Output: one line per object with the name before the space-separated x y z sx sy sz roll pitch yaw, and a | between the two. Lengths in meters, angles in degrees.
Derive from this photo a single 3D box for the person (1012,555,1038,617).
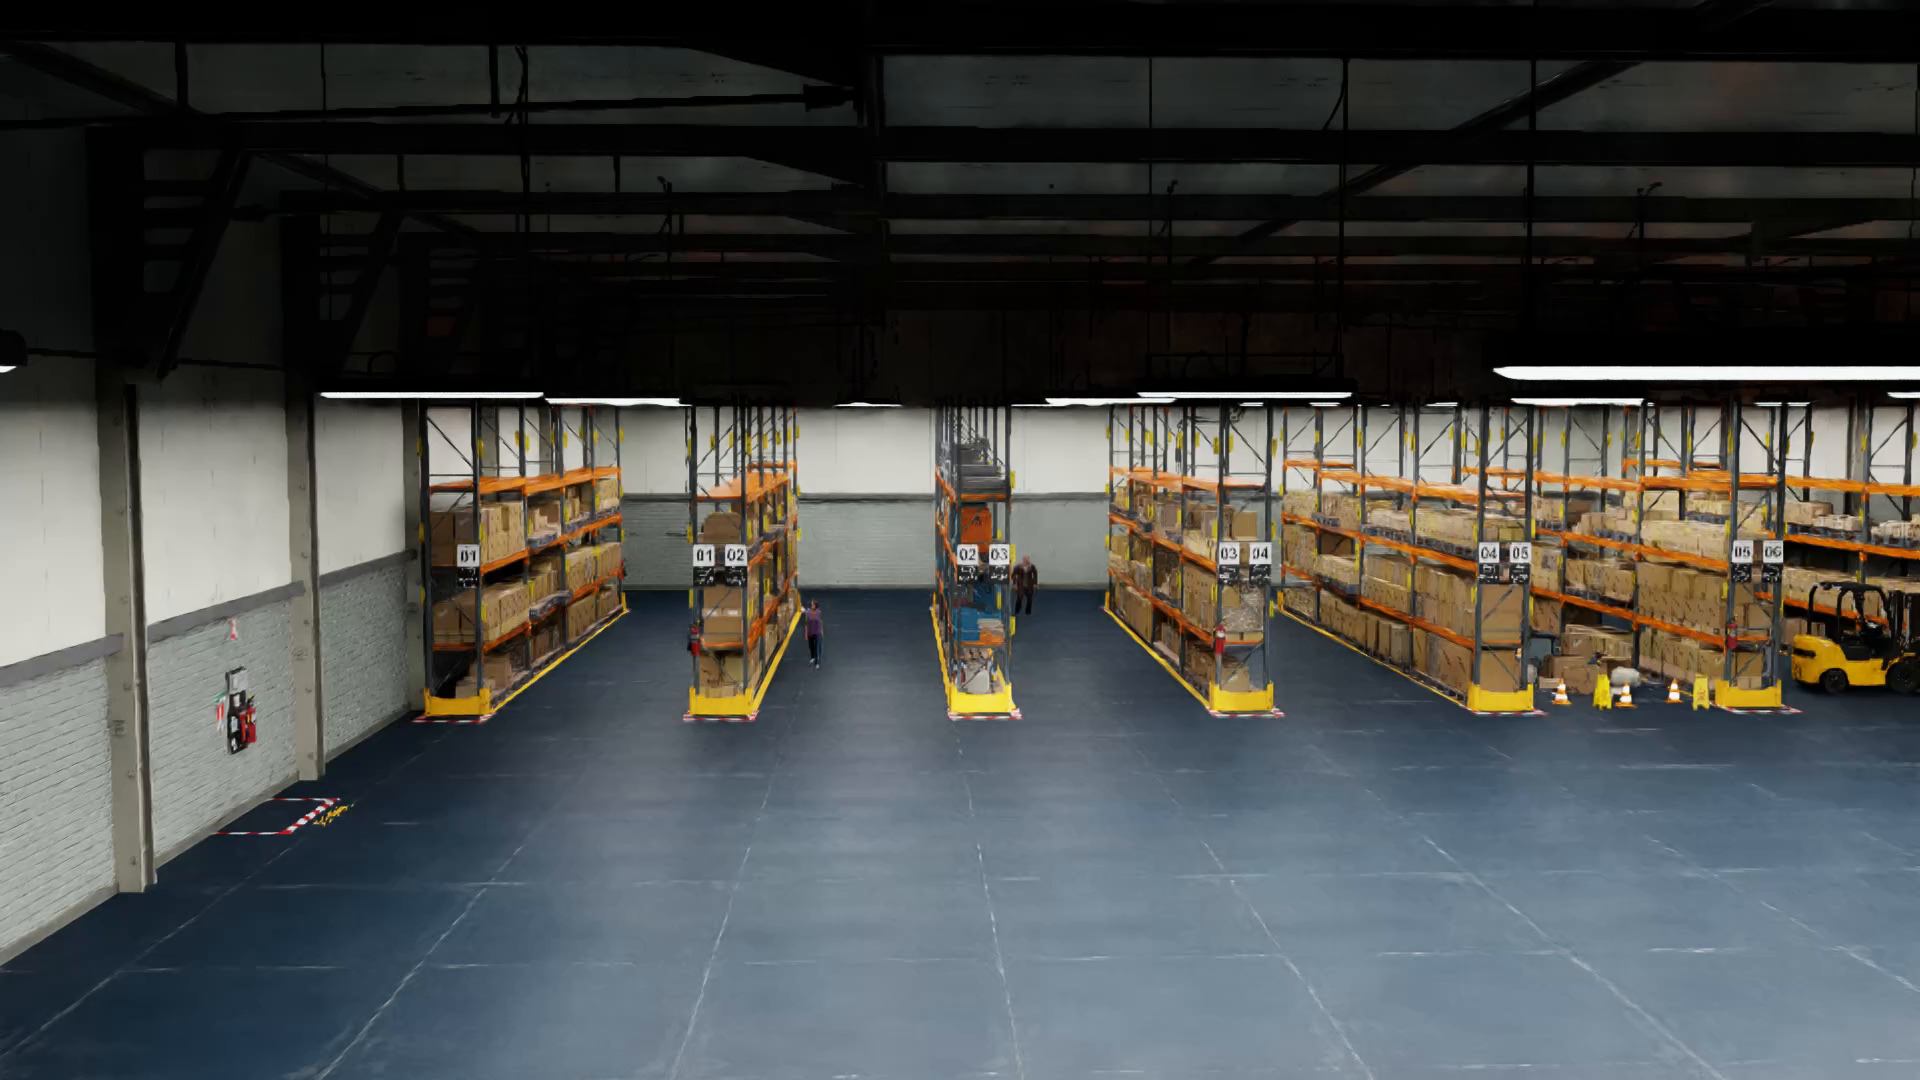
person | 1.784 1.254 45.865 0.729 1.733 0.546 0 5 -4

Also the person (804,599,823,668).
person | -3.244 2.051 36.862 0.417 1.517 1.037 0 4 0

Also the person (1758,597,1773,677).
person | 17.253 2.069 35.690 0.465 1.677 0.497 2 5 22

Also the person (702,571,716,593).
person | -6.809 1.305 45.569 0.543 1.648 1.115 0 4 0
